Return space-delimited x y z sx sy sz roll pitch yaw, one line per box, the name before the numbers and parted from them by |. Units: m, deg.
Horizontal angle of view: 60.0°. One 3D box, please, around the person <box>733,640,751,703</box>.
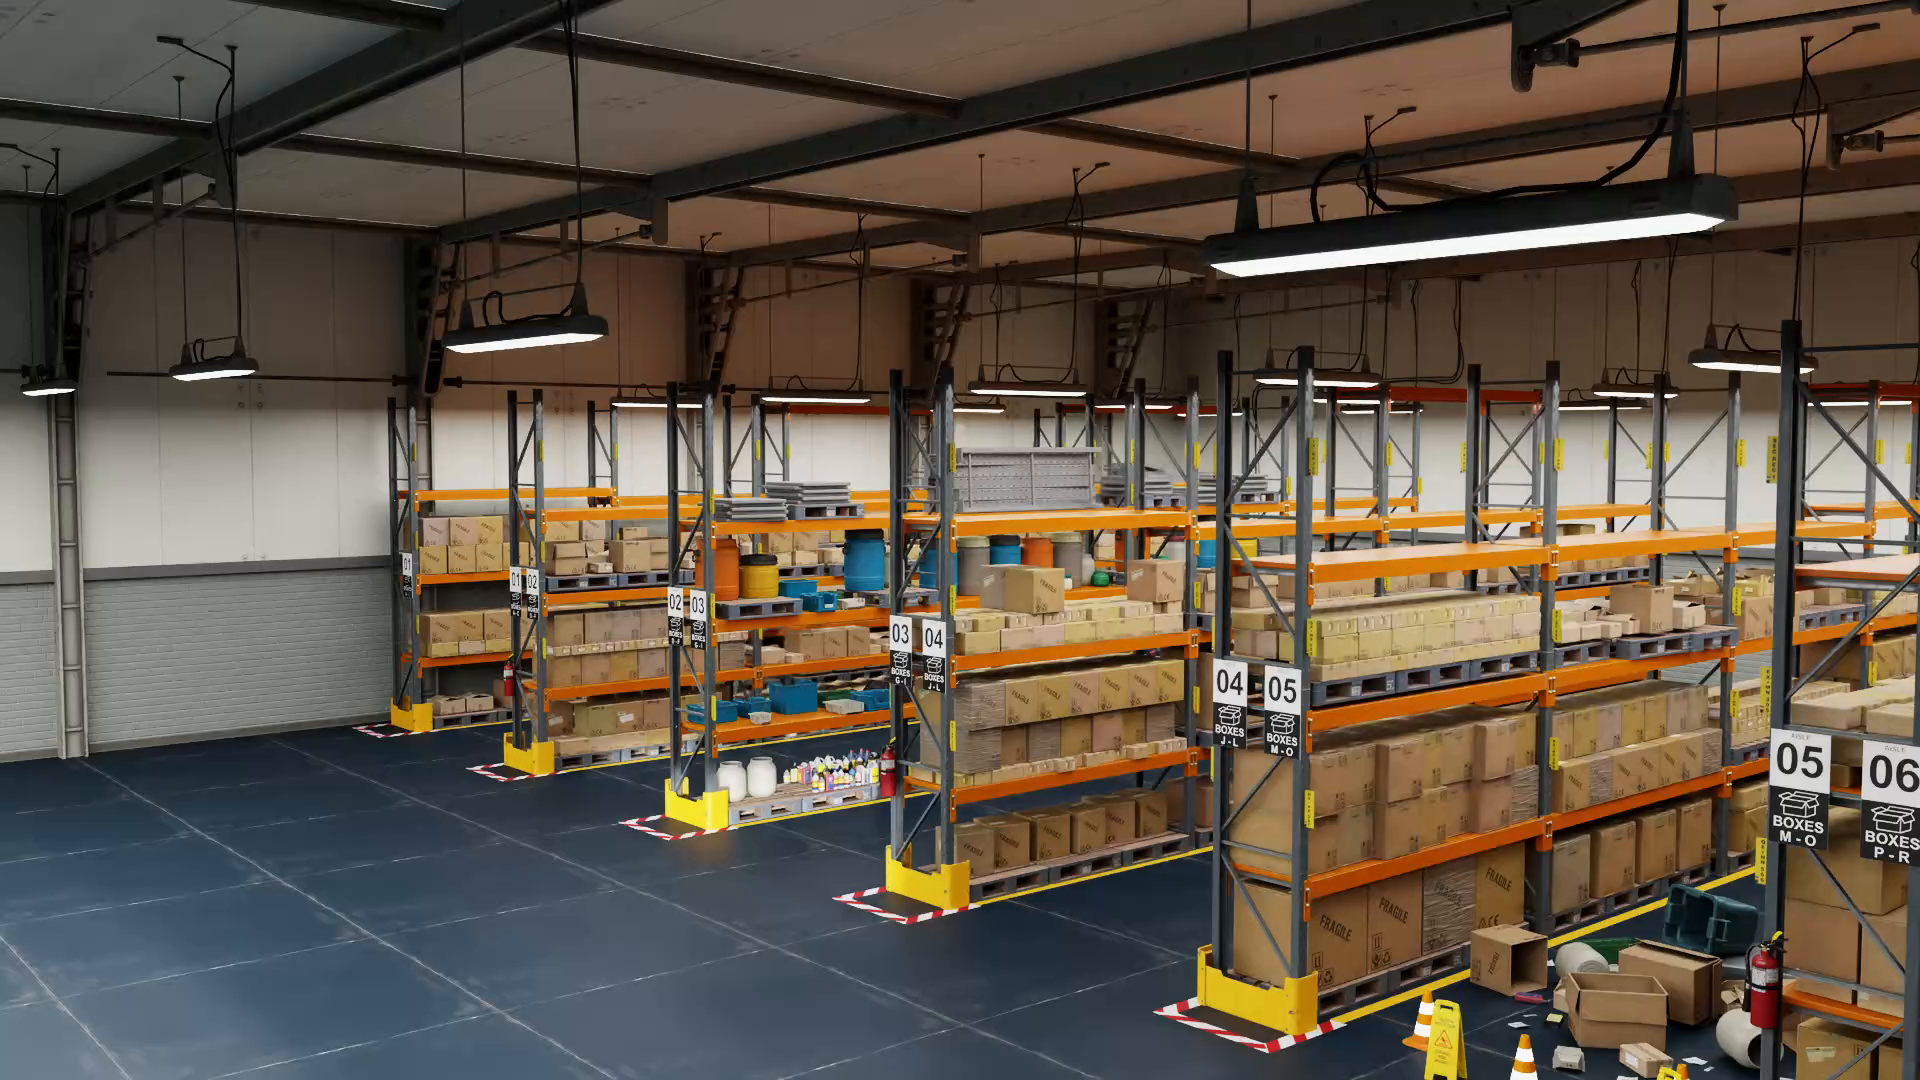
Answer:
person | -4.112 2.528 30.896 0.691 1.705 0.544 -3 5 -44
